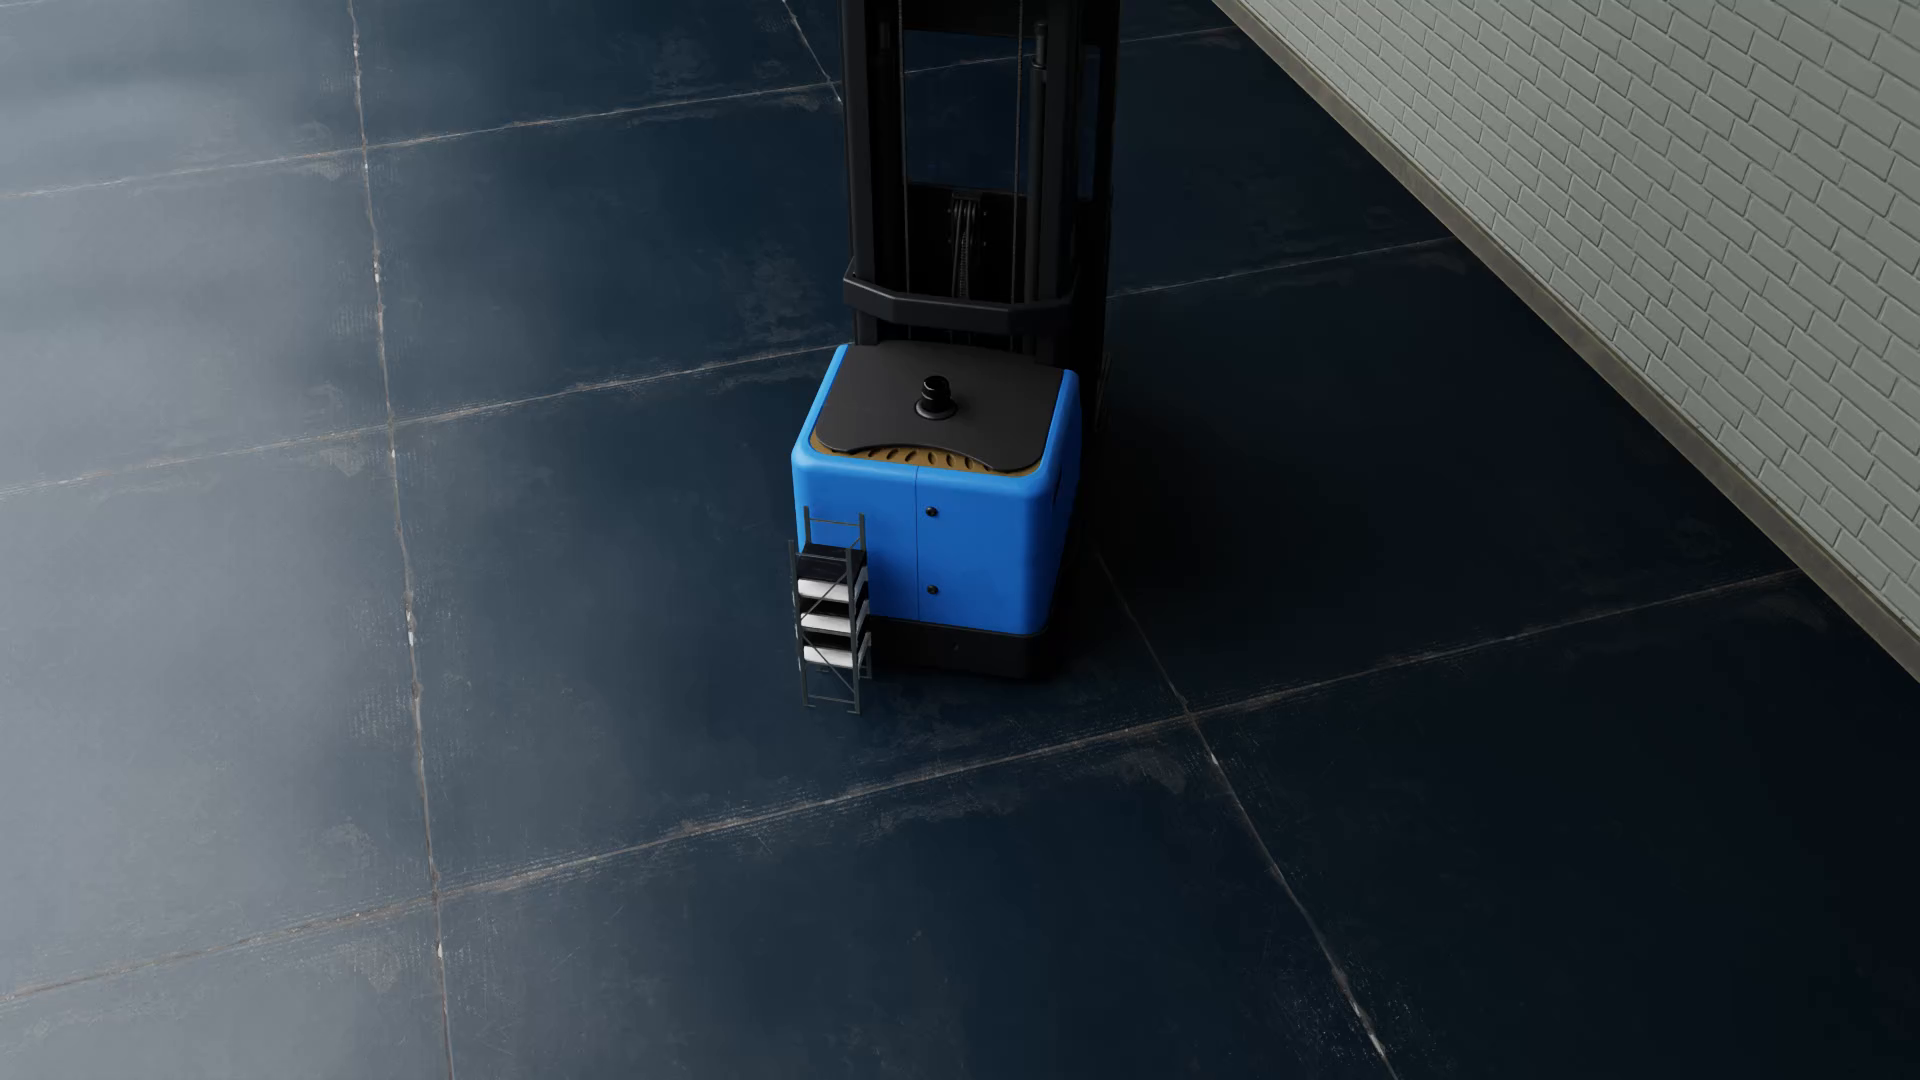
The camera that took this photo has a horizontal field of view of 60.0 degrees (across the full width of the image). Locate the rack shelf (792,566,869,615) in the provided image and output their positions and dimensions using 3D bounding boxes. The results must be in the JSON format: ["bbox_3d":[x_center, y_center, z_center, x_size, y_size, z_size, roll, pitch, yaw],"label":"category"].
[{"bbox_3d":[-0.504,0.179,6.488,0.258,0.077,0.200,8,42,9],"label":"rack shelf"}]

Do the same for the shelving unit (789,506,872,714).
[{"bbox_3d":[-0.504,0.290,6.584,0.258,0.900,0.210,8,42,9],"label":"shelving unit"}]

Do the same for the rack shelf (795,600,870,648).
[{"bbox_3d":[-0.504,0.315,6.606,0.258,0.077,0.200,8,42,9],"label":"rack shelf"}]

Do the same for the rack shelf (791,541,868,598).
[{"bbox_3d":[-0.504,0.111,6.428,0.258,0.077,0.200,8,42,9],"label":"rack shelf"}]

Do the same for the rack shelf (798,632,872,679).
[{"bbox_3d":[-0.504,0.450,6.724,0.258,0.077,0.200,8,42,9],"label":"rack shelf"}]

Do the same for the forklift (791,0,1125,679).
[{"bbox_3d":[0.120,-1.510,7.100,1.130,2.935,3.031,7,42,8],"label":"forklift"}]

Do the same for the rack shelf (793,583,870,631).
[{"bbox_3d":[-0.504,0.247,6.547,0.258,0.077,0.200,8,42,9],"label":"rack shelf"}]

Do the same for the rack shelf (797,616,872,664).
[{"bbox_3d":[-0.504,0.383,6.665,0.258,0.077,0.200,8,42,9],"label":"rack shelf"}]

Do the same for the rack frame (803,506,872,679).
[{"bbox_3d":[-0.484,0.224,6.659,0.240,0.900,0.006,8,42,9],"label":"rack frame"}]

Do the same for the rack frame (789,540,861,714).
[{"bbox_3d":[-0.524,0.355,6.509,0.240,0.900,0.006,8,42,9],"label":"rack frame"}]
